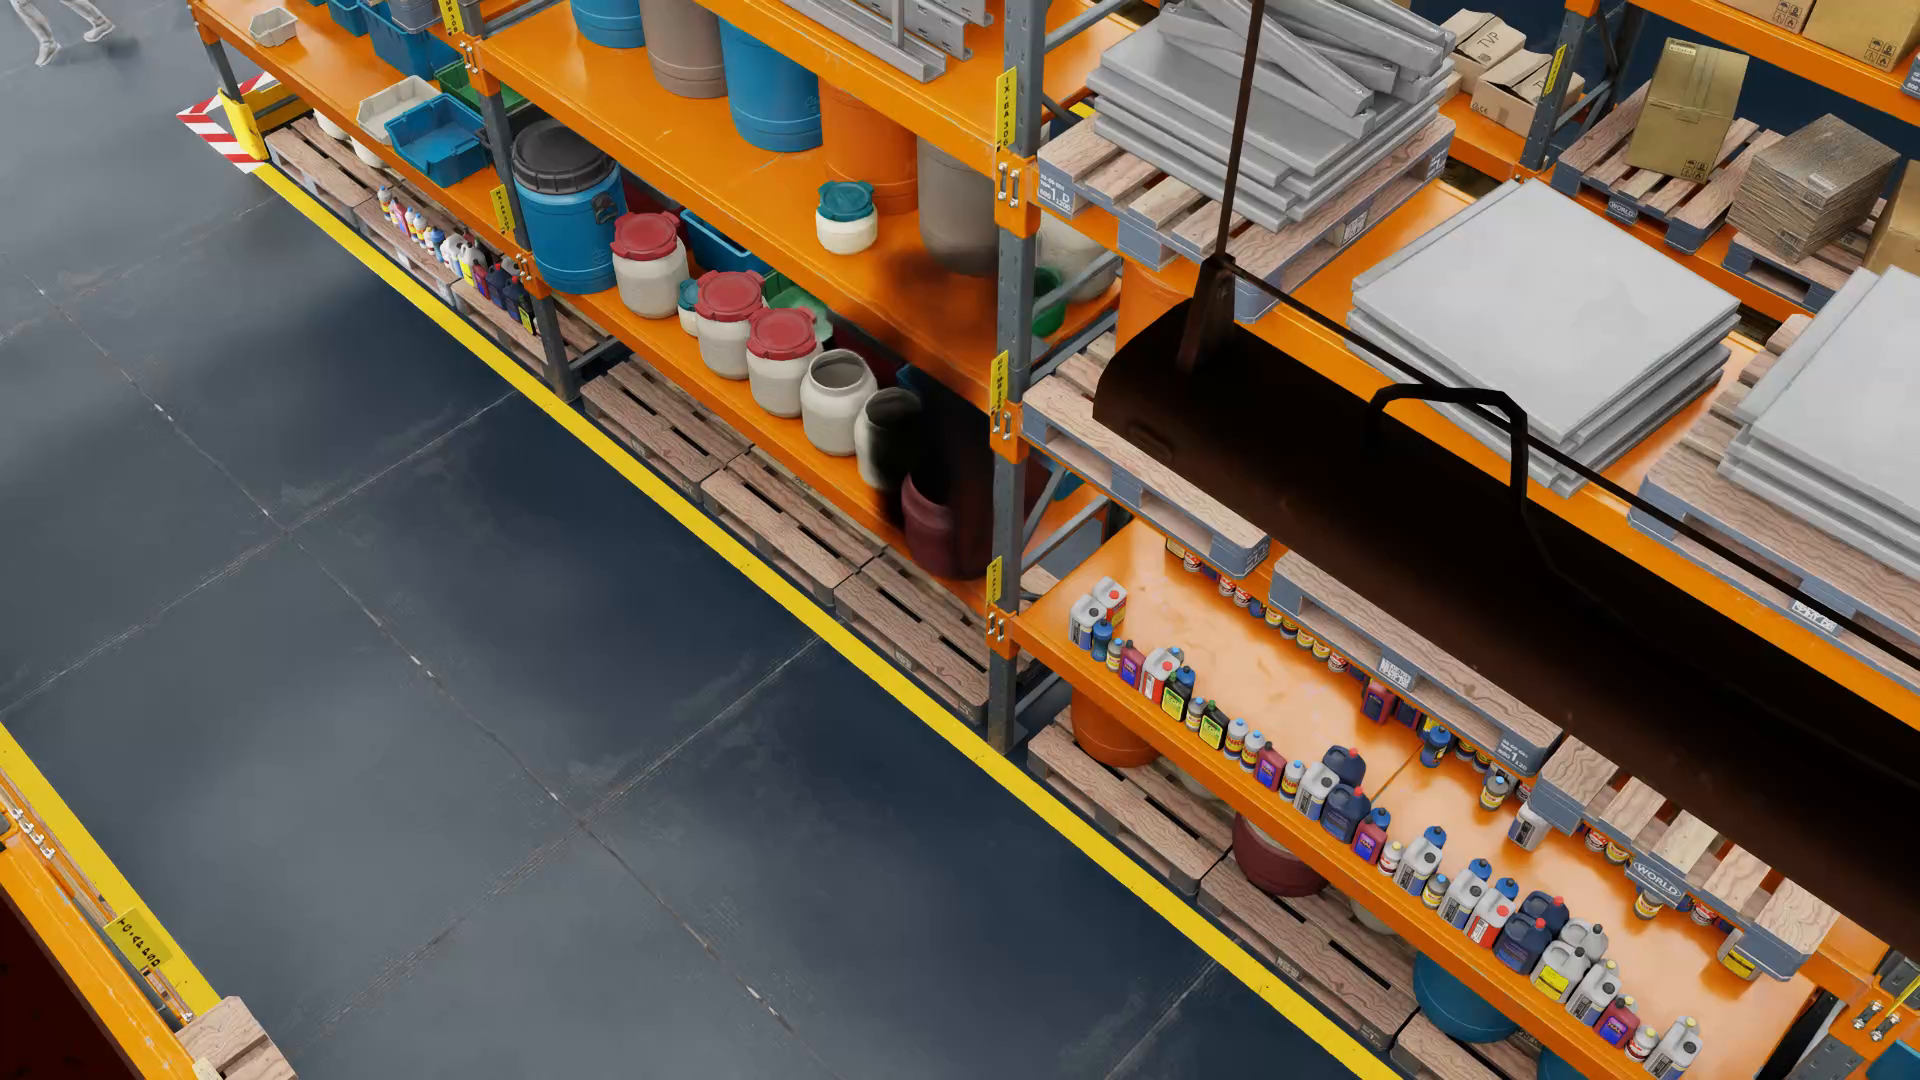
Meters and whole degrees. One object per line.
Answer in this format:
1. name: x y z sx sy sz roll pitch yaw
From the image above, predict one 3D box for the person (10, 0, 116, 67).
1. person: -7.338 -4.572 13.129 0.752 1.758 0.623 -11 51 -9
